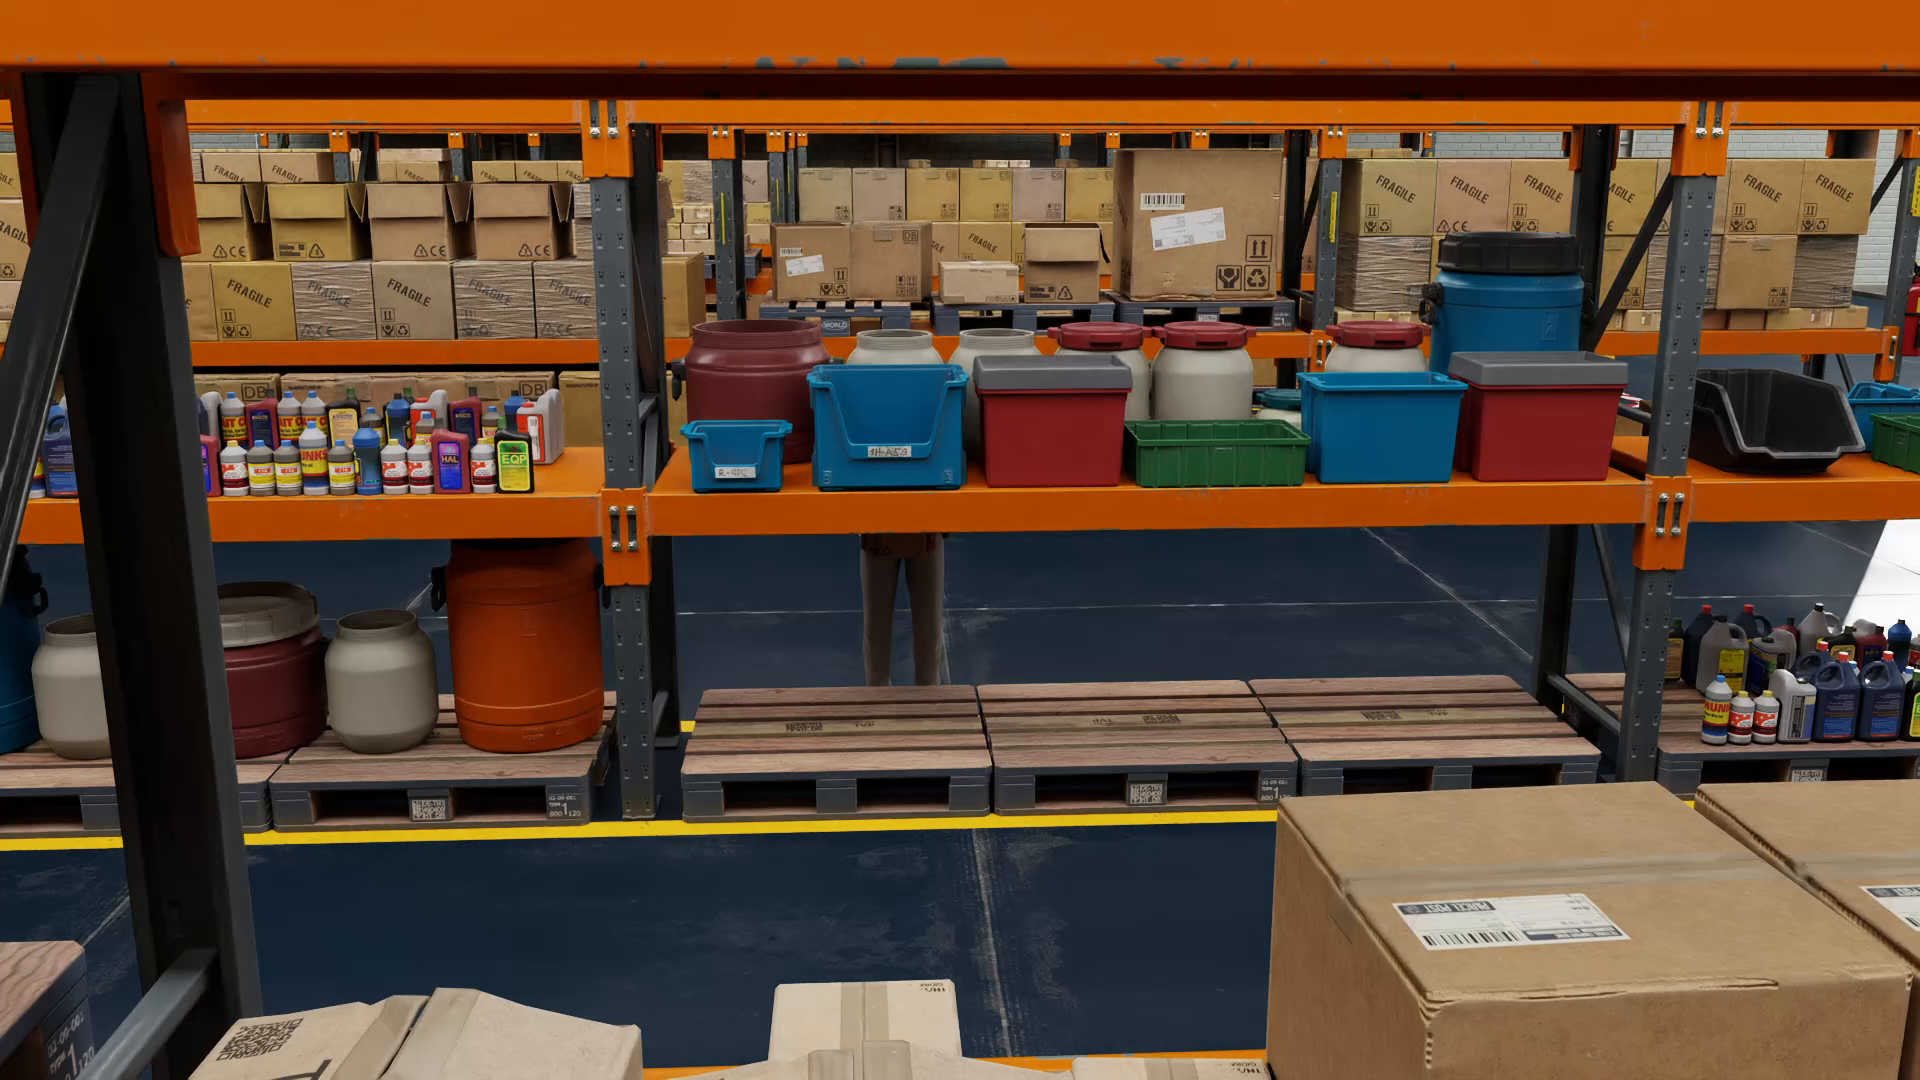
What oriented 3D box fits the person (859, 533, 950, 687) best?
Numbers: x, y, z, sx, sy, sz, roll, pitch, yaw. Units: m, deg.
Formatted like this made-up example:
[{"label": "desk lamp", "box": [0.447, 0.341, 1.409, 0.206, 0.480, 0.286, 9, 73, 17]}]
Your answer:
[{"label": "person", "box": [-0.256, 0.019, 7.350, 0.450, 1.690, 0.532, 0, 14, 2]}]
